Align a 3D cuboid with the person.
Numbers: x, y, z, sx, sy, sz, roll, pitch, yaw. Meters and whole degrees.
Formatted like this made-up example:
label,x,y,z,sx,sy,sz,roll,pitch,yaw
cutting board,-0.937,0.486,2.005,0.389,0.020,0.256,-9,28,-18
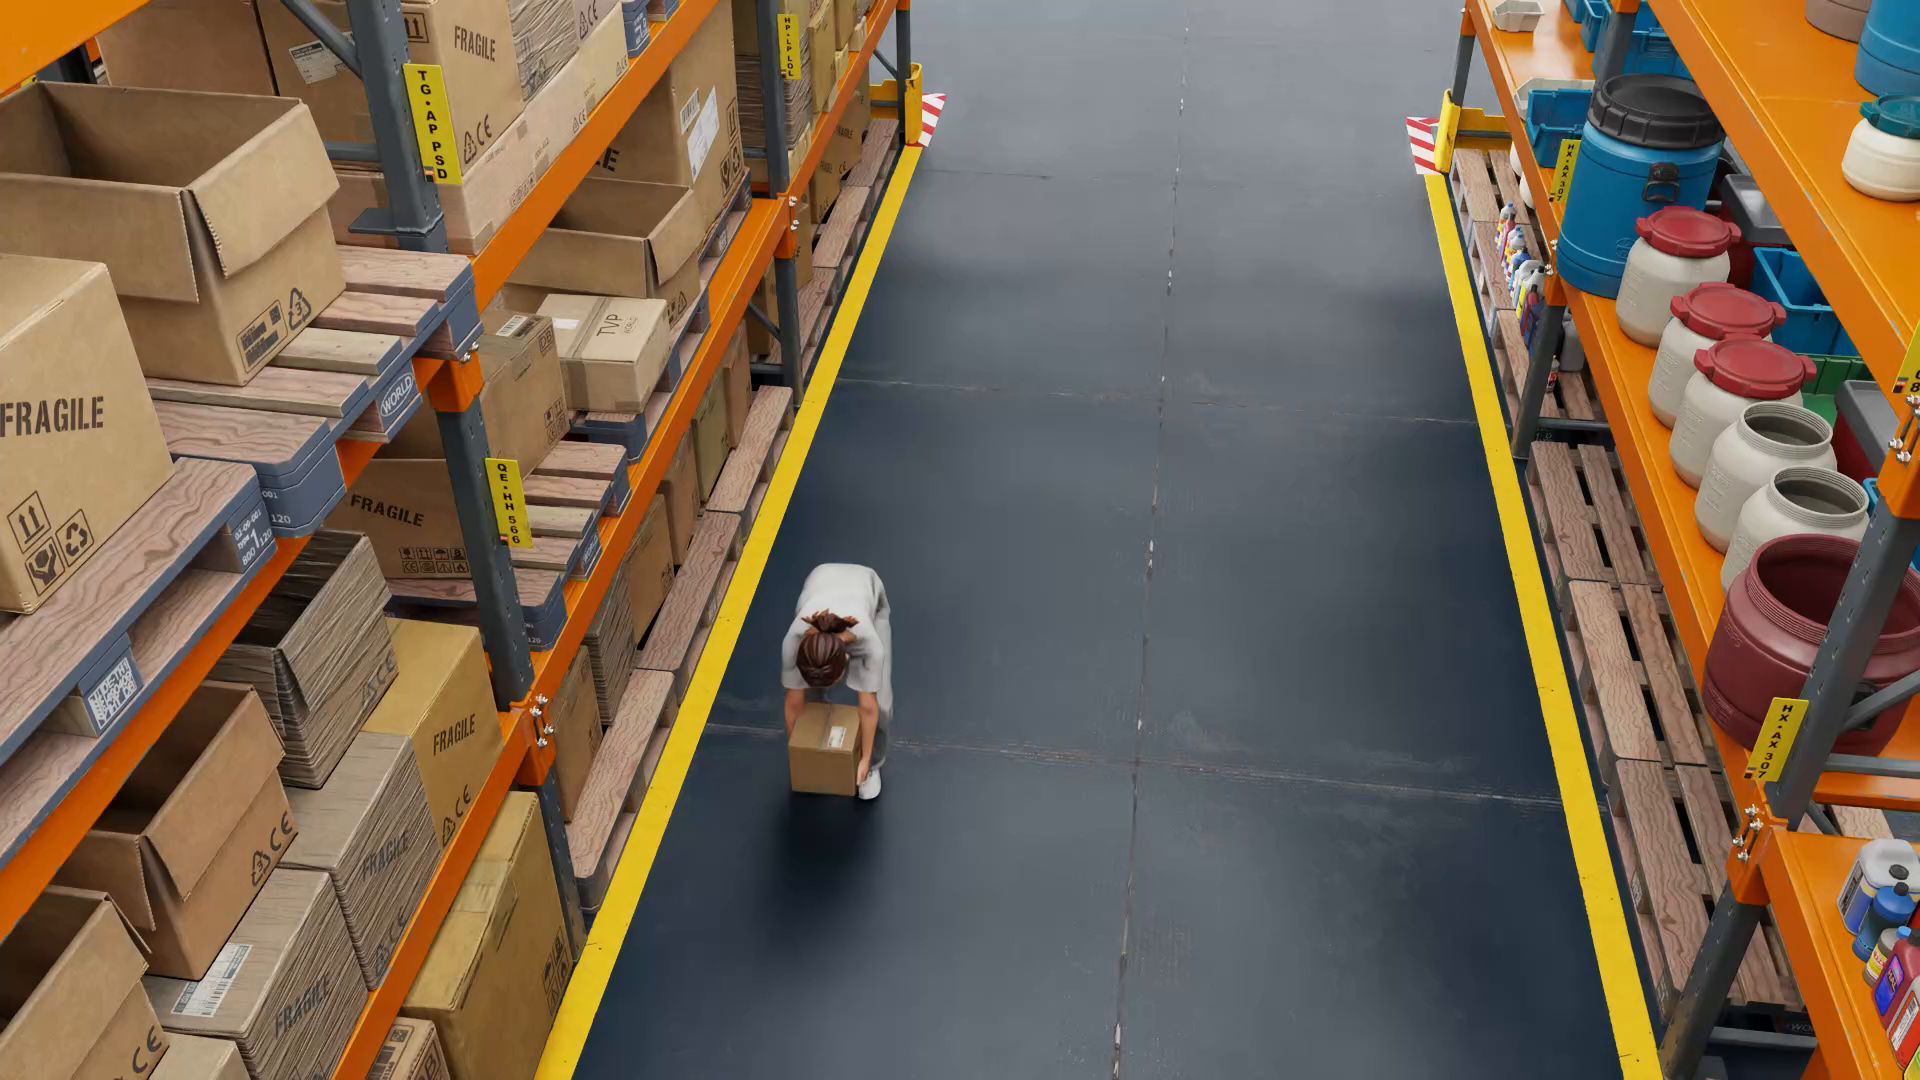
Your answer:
label,x,y,z,sx,sy,sz,roll,pitch,yaw
person,-0.493,0.620,6.642,0.435,1.148,0.852,3,36,4
